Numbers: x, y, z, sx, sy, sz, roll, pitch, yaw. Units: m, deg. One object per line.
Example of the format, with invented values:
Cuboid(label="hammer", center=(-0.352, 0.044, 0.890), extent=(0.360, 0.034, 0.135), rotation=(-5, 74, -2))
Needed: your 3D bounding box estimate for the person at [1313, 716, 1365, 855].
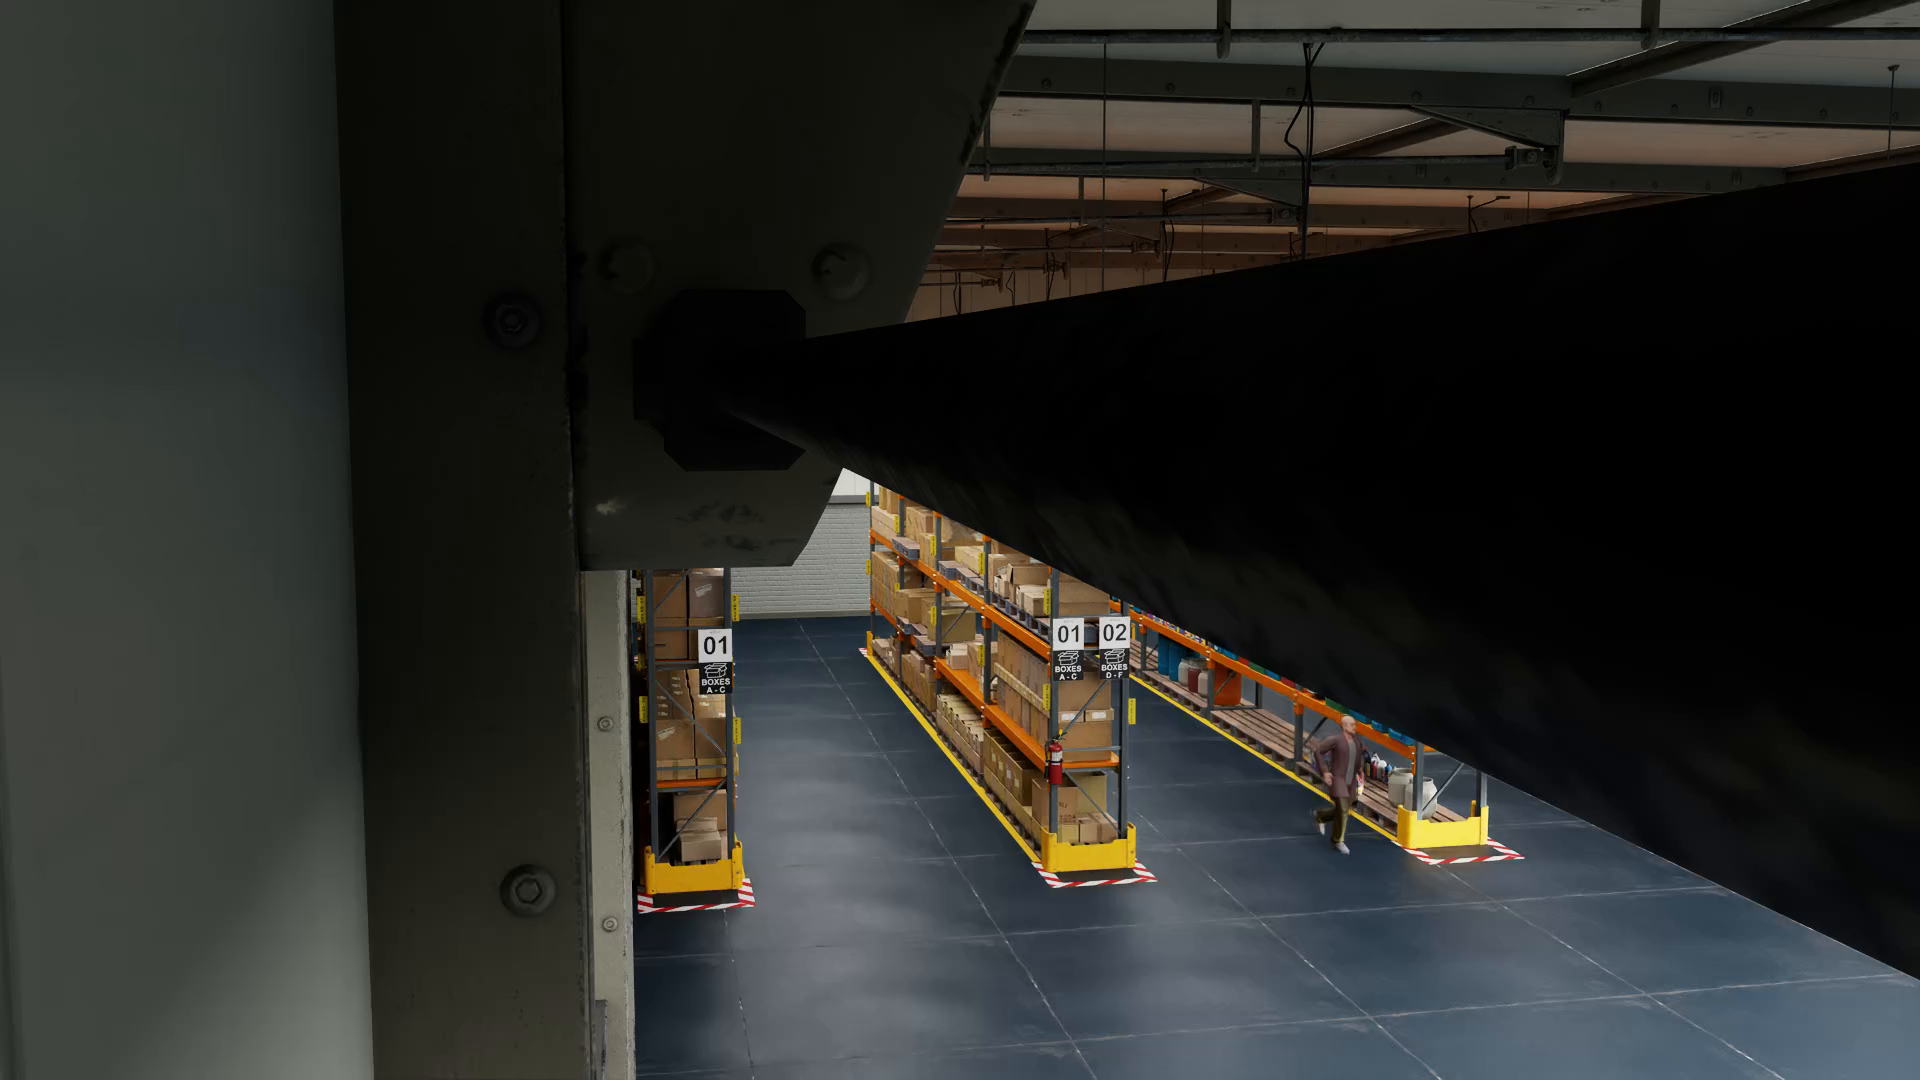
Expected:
Cuboid(label="person", center=(5.031, 3.192, 22.008), extent=(0.756, 1.749, 0.847), rotation=(-3, 7, -28))
